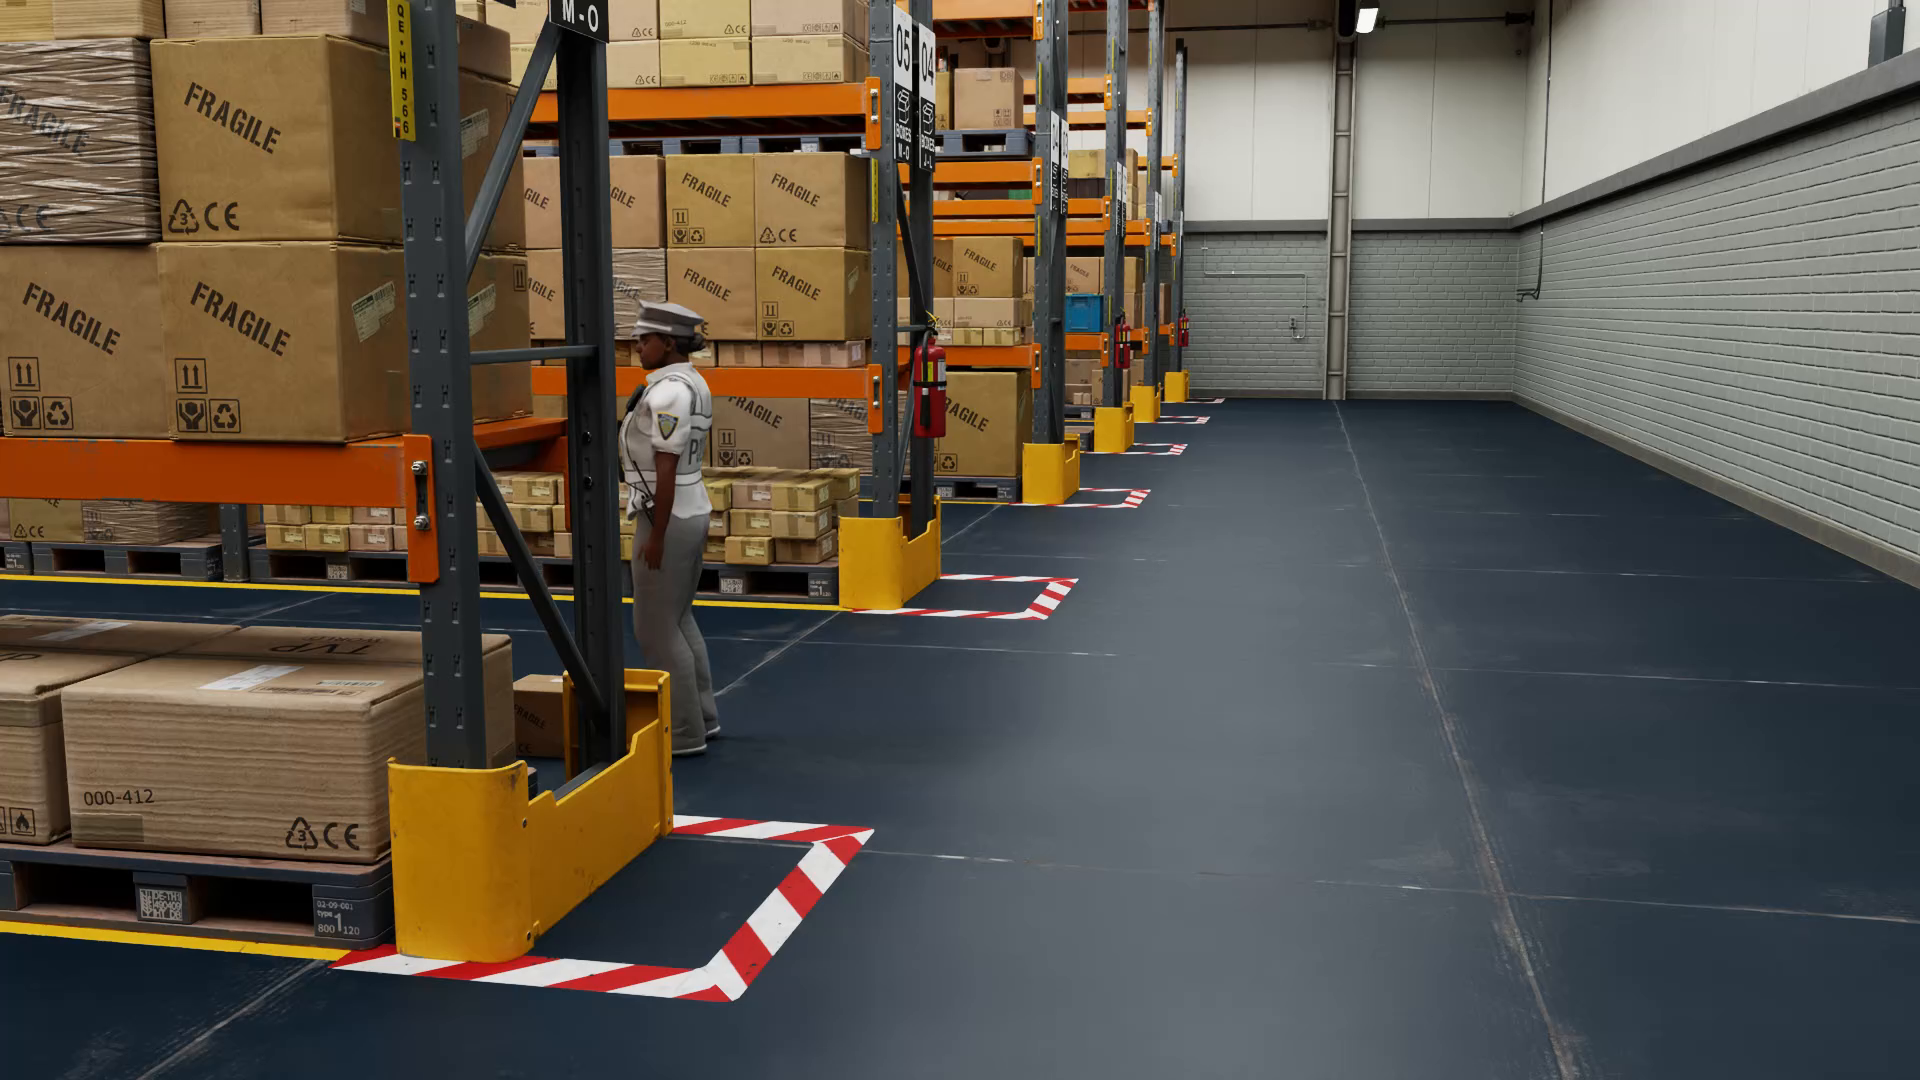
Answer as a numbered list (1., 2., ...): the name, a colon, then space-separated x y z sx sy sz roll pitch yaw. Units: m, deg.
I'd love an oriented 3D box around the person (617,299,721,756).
1. person: -1.078 -0.035 6.115 0.342 1.685 0.437 0 8 -3
